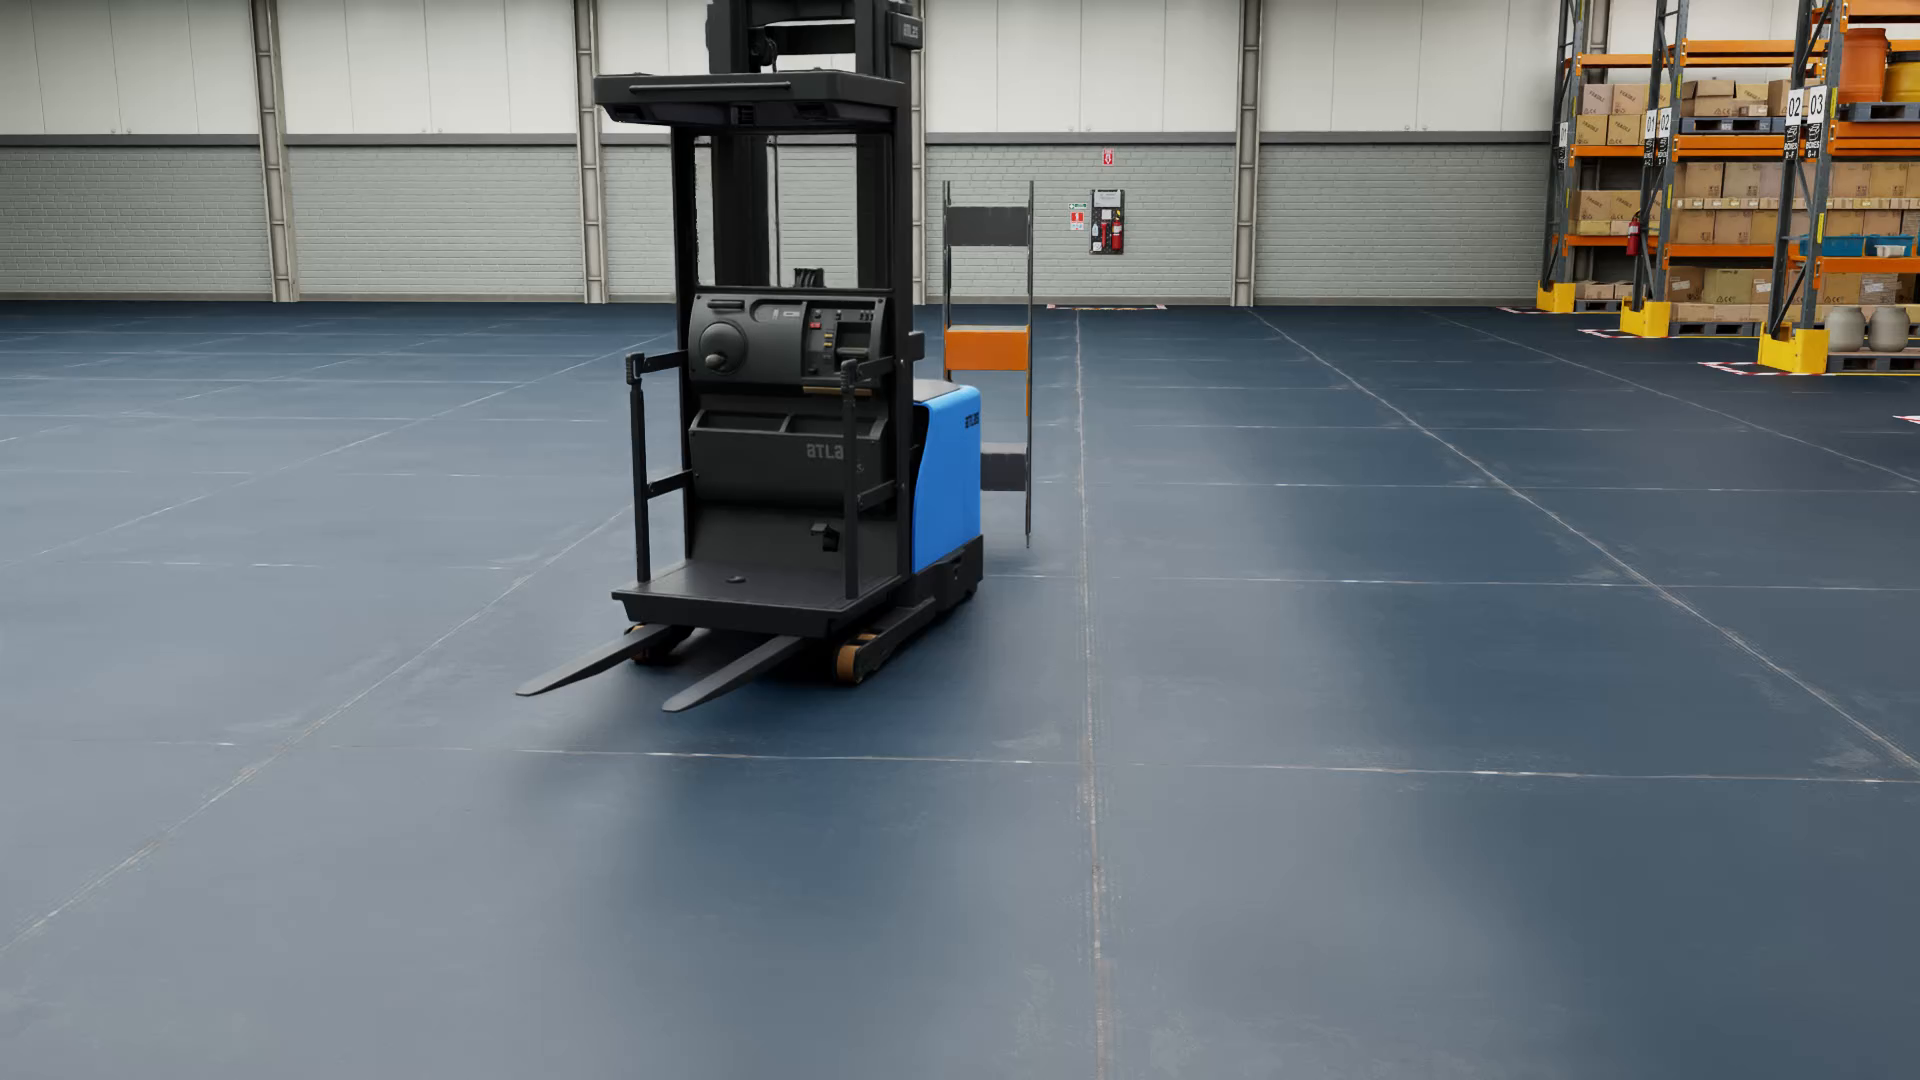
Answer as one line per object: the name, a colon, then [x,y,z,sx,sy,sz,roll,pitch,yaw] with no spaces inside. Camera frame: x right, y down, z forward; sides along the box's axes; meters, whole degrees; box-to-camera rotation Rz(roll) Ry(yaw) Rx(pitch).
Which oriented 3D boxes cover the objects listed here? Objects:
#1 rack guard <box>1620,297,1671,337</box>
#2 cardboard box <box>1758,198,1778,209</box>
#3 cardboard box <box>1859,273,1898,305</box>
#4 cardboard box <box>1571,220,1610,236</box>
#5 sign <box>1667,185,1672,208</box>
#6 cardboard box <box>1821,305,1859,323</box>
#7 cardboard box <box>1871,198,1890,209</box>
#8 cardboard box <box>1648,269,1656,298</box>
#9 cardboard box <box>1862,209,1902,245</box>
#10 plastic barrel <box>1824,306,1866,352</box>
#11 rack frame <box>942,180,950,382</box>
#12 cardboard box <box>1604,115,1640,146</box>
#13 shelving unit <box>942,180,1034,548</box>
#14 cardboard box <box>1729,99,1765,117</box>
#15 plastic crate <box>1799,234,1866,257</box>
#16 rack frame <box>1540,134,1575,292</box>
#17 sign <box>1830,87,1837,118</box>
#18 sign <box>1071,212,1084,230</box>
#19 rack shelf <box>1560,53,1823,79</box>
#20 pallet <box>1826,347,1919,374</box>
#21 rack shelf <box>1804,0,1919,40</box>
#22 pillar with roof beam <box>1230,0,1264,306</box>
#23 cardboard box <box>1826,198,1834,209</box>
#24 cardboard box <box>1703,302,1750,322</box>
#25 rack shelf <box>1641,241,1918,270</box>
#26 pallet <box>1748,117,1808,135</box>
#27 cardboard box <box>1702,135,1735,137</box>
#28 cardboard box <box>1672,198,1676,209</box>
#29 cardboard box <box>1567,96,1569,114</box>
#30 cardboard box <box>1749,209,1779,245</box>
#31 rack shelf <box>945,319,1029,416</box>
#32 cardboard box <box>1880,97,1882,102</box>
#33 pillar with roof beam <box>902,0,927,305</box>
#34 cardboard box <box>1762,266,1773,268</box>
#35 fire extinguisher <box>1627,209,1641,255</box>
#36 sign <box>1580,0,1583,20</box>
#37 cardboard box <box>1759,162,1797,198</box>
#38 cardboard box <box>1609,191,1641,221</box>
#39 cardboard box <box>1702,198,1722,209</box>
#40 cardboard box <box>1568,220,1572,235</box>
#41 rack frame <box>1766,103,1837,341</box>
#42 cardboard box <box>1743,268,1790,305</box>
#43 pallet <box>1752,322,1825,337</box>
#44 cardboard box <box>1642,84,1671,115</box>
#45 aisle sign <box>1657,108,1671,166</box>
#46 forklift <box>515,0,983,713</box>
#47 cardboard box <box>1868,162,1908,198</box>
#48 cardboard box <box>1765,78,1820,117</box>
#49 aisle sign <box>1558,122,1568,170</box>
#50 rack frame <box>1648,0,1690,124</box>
rack guard: [10.034,-3.275,24.373,0.348,0.500,1.175,1,12,4]
cardboard box: [11.465,-4.801,23.737,0.250,0.149,0.380,0,12,2]
cardboard box: [13.074,-3.641,23.876,0.500,0.500,0.500,1,12,4]
cardboard box: [10.851,-5.375,28.625,0.500,0.250,0.500,0,12,2]
sign: [10.015,-4.847,23.477,0.005,0.325,0.100,1,12,4]
cardboard box: [12.574,-3.277,23.970,0.500,0.250,0.500,1,12,4]
cardboard box: [12.993,-4.780,23.635,0.250,0.149,0.380,1,12,4]
cardboard box: [12.367,-4.446,28.897,0.500,0.500,0.700,0,12,0]
cardboard box: [13.079,-4.503,23.895,0.500,0.500,0.700,1,12,3]
plastic barrel: [10.385,-2.480,19.521,0.421,0.512,0.421,0,12,0]
rack frame: [-0.078,-1.029,9.730,0.015,2.100,0.400,1,12,4]
cardboard box: [11.236,-6.966,28.298,0.500,0.500,0.500,2,12,8]
shelving unit: [0.165,-1.025,9.714,0.503,2.100,0.431,1,12,4]
cardboard box: [11.225,-6.205,23.948,0.500,0.250,0.500,1,12,4]
plastic crate: [10.243,-3.467,19.553,0.616,0.251,0.499,1,12,4]
rack frame: [10.385,-5.510,28.954,0.127,3.000,1.000,1,12,4]
sign: [9.682,-4.846,18.433,0.005,0.325,0.100,1,12,4]
sign: [2.147,-5.847,30.477,0.234,0.329,0.001,1,12,4]
rack shelf: [12.381,-8.065,28.282,4.000,0.370,1.077,1,12,4]
pallet: [10.612,-2.117,19.546,1.213,0.211,1.003,1,12,4]
rack shelf: [11.719,-5.847,18.648,4.000,0.370,1.077,1,12,4]
pillar with roof beam: [4.867,-7.816,25.326,0.400,9.000,9.100,1,12,4]
cardboard box: [12.231,-4.790,23.685,0.250,0.149,0.380,1,12,6]
cardboard box: [11.077,-3.299,24.072,0.500,0.250,0.500,1,12,4]
rack shelf: [12.054,-4.118,24.058,4.000,0.370,1.077,1,12,4]
pallet: [11.982,-5.892,23.669,1.213,0.211,1.003,1,12,4]
cardboard box: [12.797,-6.948,28.209,0.500,0.500,0.500,0,12,2]
cardboard box: [10.452,-4.898,24.200,0.250,0.149,0.380,1,12,3]
cardboard box: [10.833,-7.574,28.759,0.500,0.500,0.500,1,12,6]
cardboard box: [11.542,-4.524,23.994,0.500,0.500,0.700,1,12,4]
rack shelf: [0.165,-1.012,9.717,0.480,0.518,0.431,1,12,4]
cardboard box: [13.025,-6.210,23.824,0.500,0.311,0.500,0,12,1]
pillar with roof beam: [-1.119,-7.898,25.719,0.400,9.000,9.100,1,12,4]
cardboard box: [12.111,-3.760,24.448,0.500,0.500,0.500,1,12,4]
fire extinguisher: [9.971,-4.556,24.585,0.183,0.674,0.296,1,12,4]
sign: [10.349,-8.831,27.706,0.005,0.325,0.100,1,12,4]
cardboard box: [11.604,-5.159,23.865,0.500,0.500,0.700,1,12,4]
cardboard box: [11.334,-5.736,28.523,0.500,0.500,0.500,1,12,4]
cardboard box: [10.699,-4.812,23.788,0.250,0.149,0.380,0,12,2]
cardboard box: [10.865,-5.479,29.126,0.500,0.250,0.500,1,12,5]
rack frame: [9.723,-3.486,19.278,0.127,3.000,1.000,1,12,4]
cardboard box: [11.577,-3.661,23.974,0.500,0.500,0.500,1,12,4]
pallet: [12.038,-3.114,24.309,1.213,0.211,1.003,1,12,4]
cardboard box: [11.763,-7.449,28.165,0.500,0.500,0.500,1,12,5]
aisle sign: [9.972,-5.709,23.554,0.004,0.787,0.394,1,12,4]
forklift: [-0.838,-0.921,7.182,1.130,2.935,3.031,4,12,18]
cardboard box: [13.102,-5.138,23.765,0.500,0.500,0.700,1,12,4]
cardboard box: [11.697,-6.210,23.365,0.500,0.500,0.500,1,12,4]
aisle sign: [10.293,-6.722,28.399,0.004,0.787,0.394,1,12,4]
rack frame: [10.058,-7.434,23.501,0.127,3.000,1.000,1,12,4]
